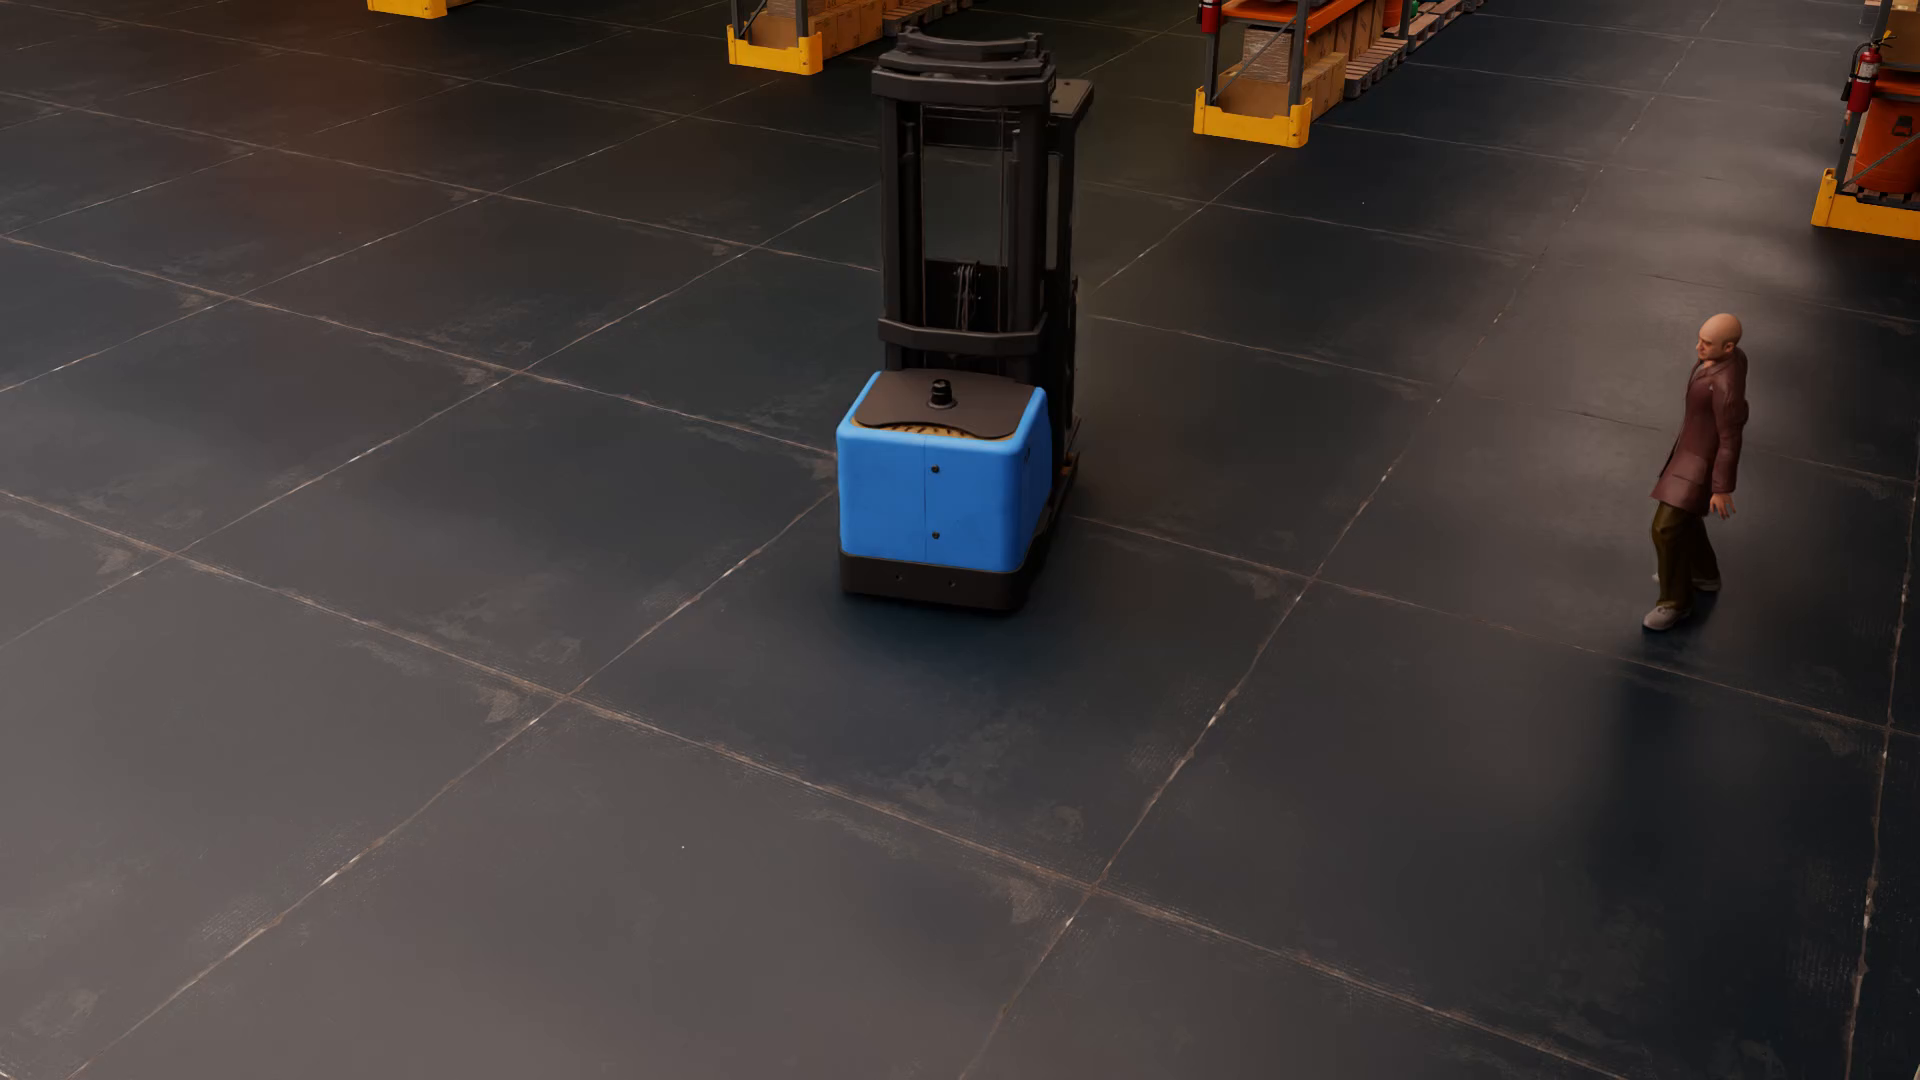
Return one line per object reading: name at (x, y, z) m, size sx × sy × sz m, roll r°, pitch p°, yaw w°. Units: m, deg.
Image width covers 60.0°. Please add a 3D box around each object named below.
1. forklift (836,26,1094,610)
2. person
forklift at (0.147, -1.603, 9.848) m, size 1.130 × 2.935 × 3.031 m, roll 7°, pitch 31°, yaw 11°
person at (4.056, -0.419, 9.032) m, size 0.496 × 1.748 × 0.927 m, roll 12°, pitch 32°, yaw 19°
